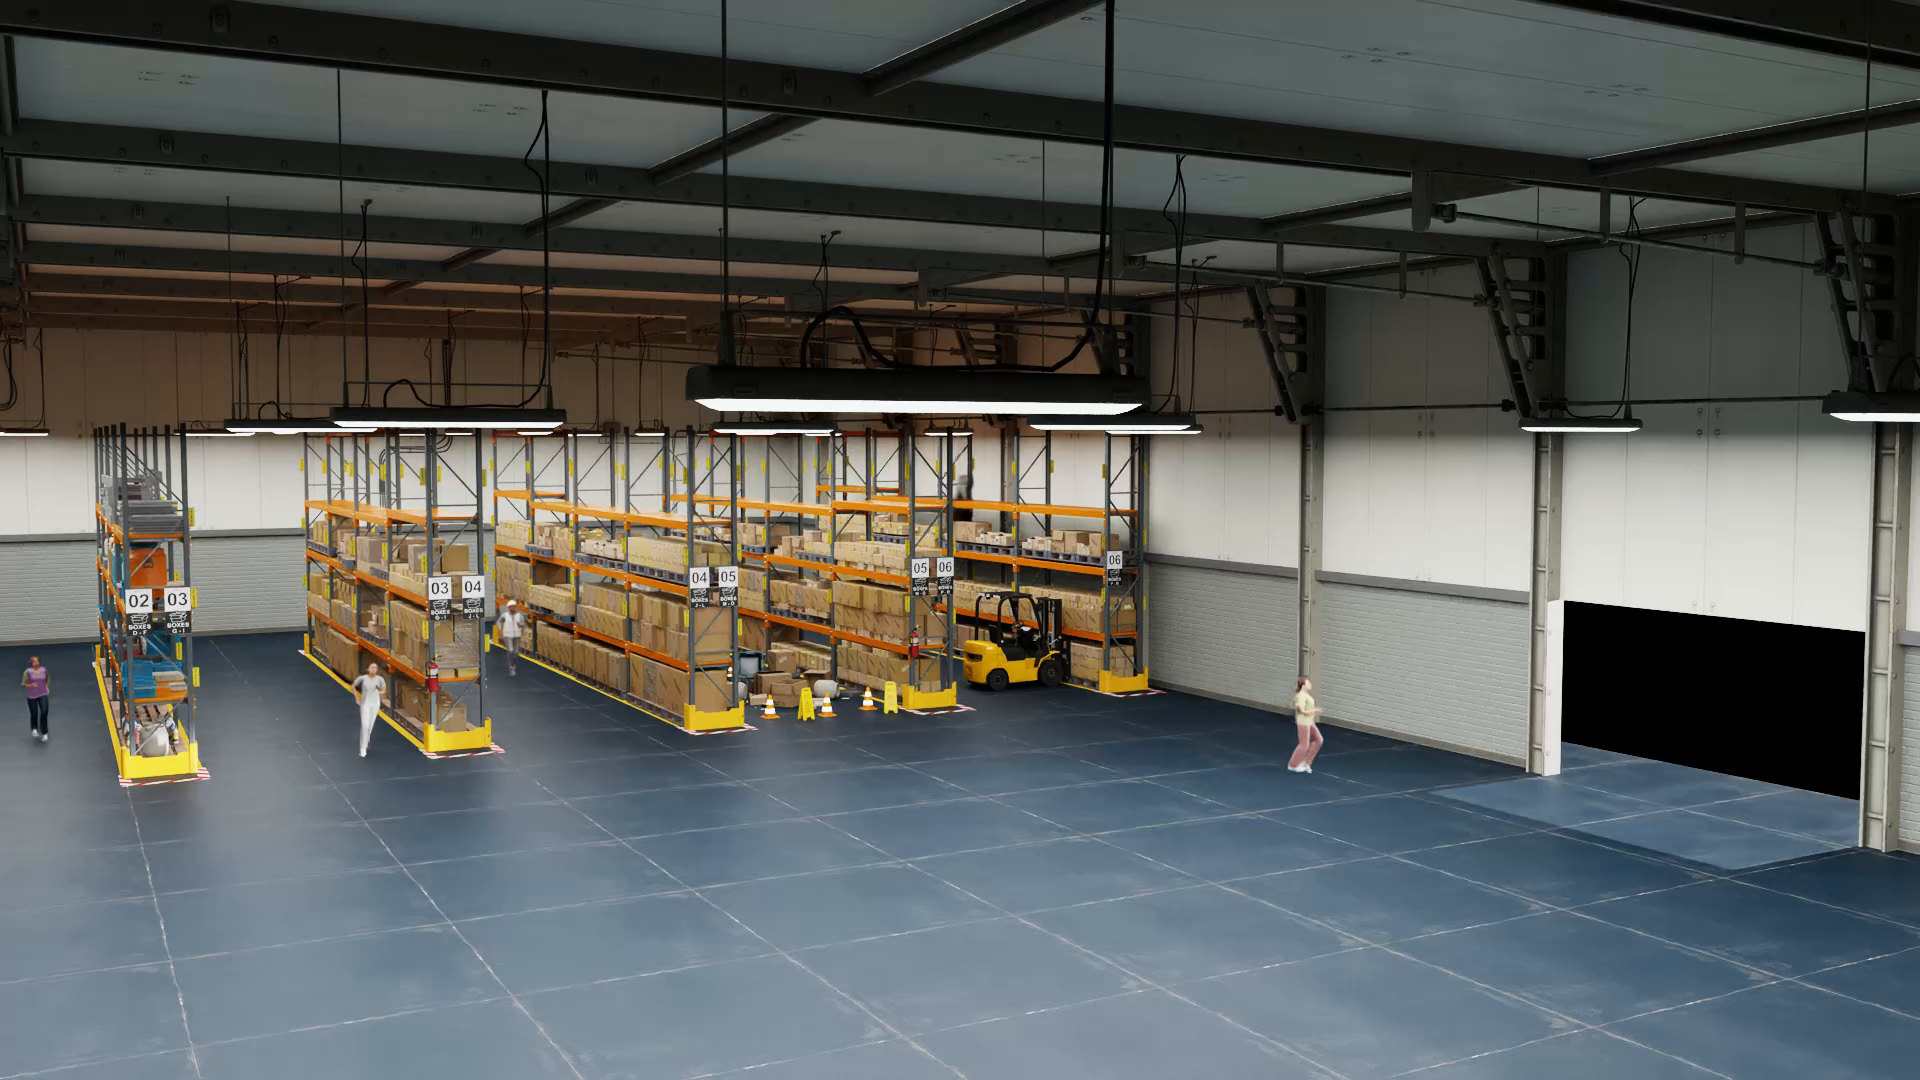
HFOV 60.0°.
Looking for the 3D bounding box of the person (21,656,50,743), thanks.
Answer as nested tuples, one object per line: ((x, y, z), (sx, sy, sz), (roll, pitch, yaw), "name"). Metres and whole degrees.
((-17.533, 3.008, 31.574), (0.522, 1.645, 0.751), (-3, 4, -37), "person")

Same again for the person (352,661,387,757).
((-10.793, 3.064, 30.423), (0.574, 1.713, 0.763), (-2, 4, -32), "person")

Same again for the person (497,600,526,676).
((-10.903, 2.368, 40.509), (0.638, 1.804, 0.877), (-2, 4, -32), "person")

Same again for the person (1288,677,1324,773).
((5.927, 3.171, 28.440), (0.620, 1.678, 0.561), (1, 4, 21), "person")
